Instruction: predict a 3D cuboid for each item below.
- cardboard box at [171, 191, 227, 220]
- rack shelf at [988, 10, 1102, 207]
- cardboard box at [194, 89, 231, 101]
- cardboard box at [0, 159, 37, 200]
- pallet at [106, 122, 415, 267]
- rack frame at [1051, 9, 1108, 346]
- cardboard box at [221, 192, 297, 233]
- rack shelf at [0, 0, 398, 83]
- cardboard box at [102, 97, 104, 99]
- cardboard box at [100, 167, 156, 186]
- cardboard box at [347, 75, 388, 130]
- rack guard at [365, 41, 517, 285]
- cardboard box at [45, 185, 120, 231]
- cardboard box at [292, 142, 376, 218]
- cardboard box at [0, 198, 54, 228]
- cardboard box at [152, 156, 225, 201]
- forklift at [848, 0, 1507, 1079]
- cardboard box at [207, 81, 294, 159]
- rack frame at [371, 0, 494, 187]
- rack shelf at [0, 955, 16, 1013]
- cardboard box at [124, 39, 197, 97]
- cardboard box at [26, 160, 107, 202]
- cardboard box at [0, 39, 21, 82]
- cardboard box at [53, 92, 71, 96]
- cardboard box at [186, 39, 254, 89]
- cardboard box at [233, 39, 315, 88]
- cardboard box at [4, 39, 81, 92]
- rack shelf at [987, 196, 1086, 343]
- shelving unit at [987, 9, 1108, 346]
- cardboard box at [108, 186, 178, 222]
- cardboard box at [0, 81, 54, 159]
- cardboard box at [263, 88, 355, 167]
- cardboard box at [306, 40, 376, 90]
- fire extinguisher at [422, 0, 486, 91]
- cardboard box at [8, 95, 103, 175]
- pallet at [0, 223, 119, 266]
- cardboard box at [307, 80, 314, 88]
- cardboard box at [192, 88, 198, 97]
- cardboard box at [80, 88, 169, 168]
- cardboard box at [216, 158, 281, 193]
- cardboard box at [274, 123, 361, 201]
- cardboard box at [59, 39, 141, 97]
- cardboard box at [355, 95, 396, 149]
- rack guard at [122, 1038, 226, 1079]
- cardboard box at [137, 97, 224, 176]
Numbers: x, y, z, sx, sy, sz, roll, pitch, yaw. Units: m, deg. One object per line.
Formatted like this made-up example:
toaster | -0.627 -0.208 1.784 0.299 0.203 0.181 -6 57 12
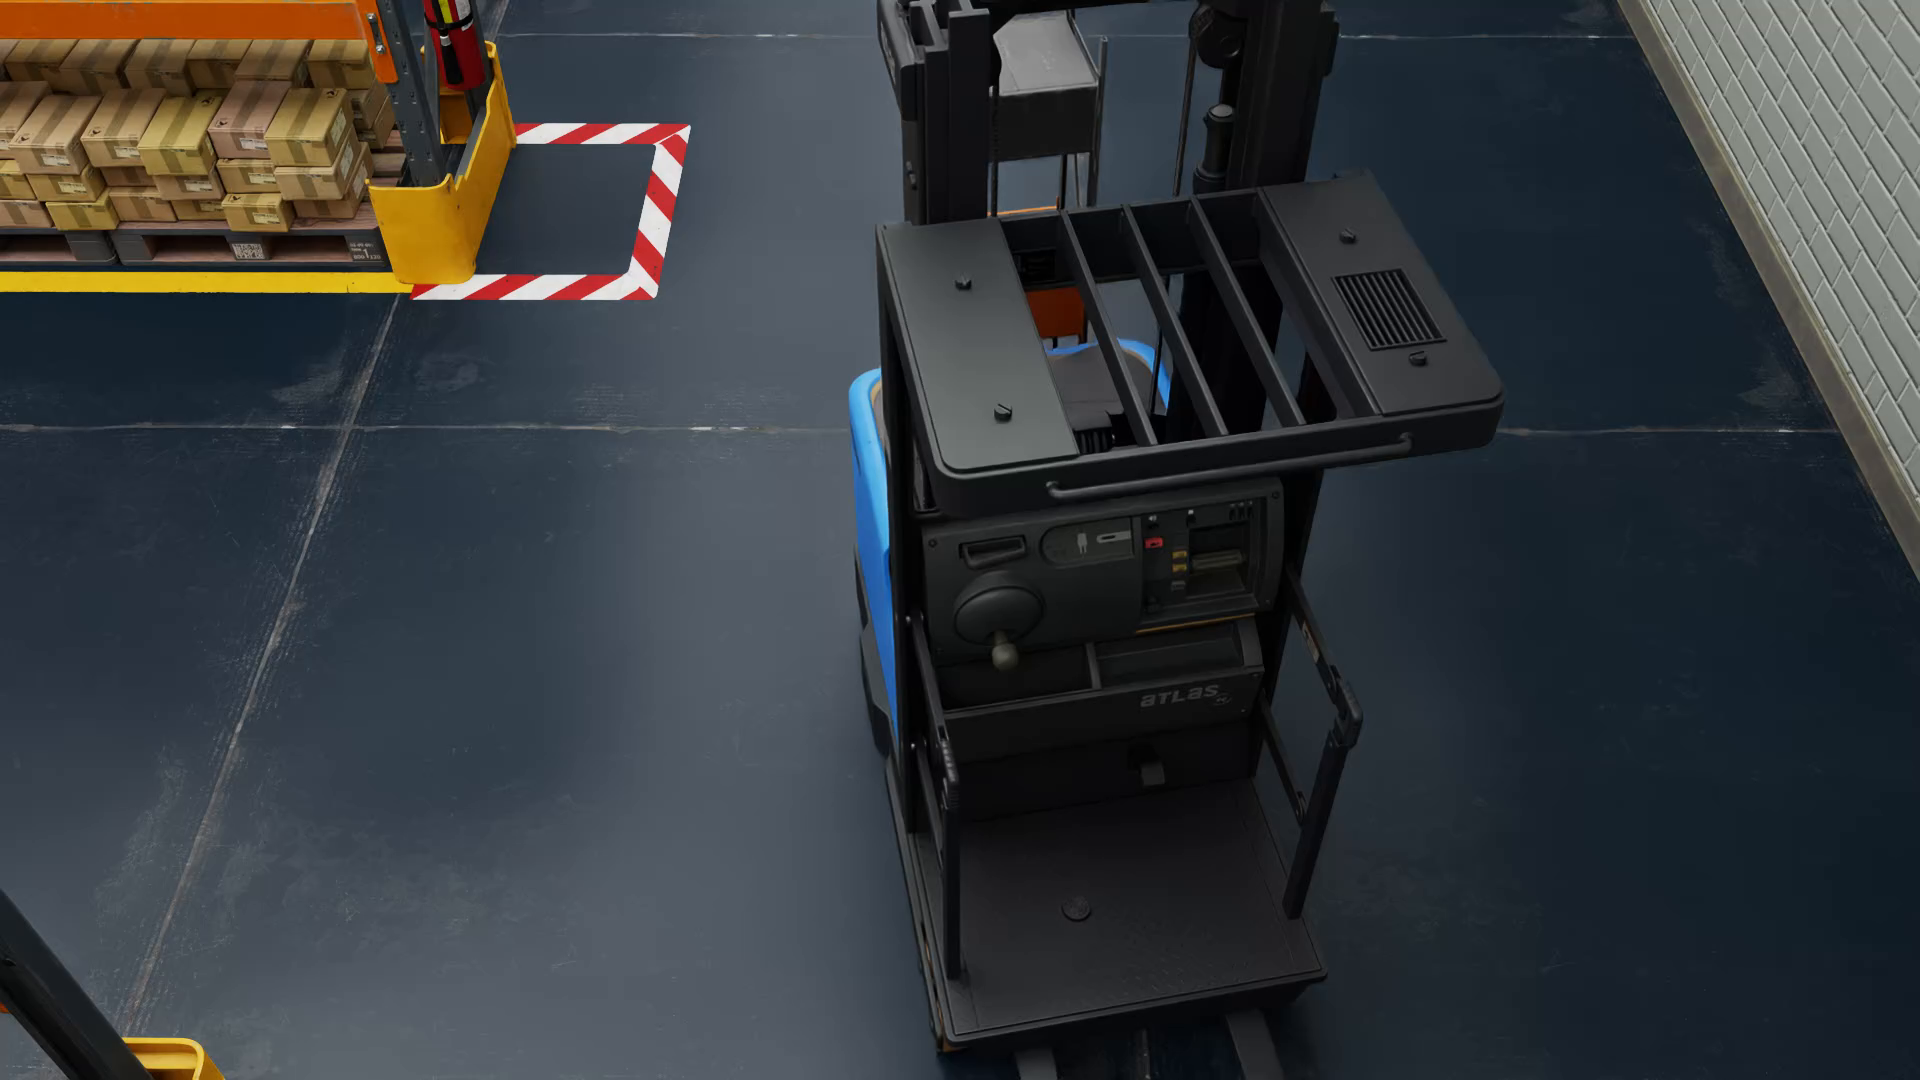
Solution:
cardboard box | -3.290 -1.583 7.335 0.250 0.149 0.380 0 47 0
rack shelf | 0.133 -1.269 5.059 0.480 0.518 0.431 -8 48 -7
cardboard box | -3.284 -2.012 7.531 0.250 0.149 0.380 1 47 1
cardboard box | -4.065 -1.644 7.188 0.250 0.149 0.380 2 47 2
pallet | -3.130 -1.650 7.642 1.213 0.211 1.003 0 47 0
rack frame | 0.373 -0.835 5.593 0.015 2.100 0.400 -8 48 -7
cardboard box | -3.027 -1.519 7.275 0.250 0.149 0.380 1 47 1
rack shelf | -4.242 -2.332 6.863 4.000 0.370 1.077 0 47 0
cardboard box | -3.805 -2.024 7.542 0.250 0.149 0.380 -2 47 -2
cardboard box | -3.559 -1.714 7.253 0.250 0.149 0.380 0 47 0
cardboard box | -2.765 -2.034 7.552 0.250 0.149 0.380 2 47 2
rack guard | -2.318 -1.720 7.510 0.348 0.500 1.175 0 47 0
cardboard box | -3.793 -1.529 7.284 0.250 0.149 0.380 -2 47 -2
cardboard box | -2.769 -1.592 7.344 0.250 0.149 0.380 1 47 1
cardboard box | -4.066 -1.544 7.299 0.250 0.149 0.380 1 47 1
cardboard box | -3.290 -1.638 7.183 0.250 0.149 0.380 -2 47 -1
forklift | 0.412 0.189 4.072 1.130 2.935 3.031 -8 48 -7
cardboard box | -3.023 -1.805 7.135 0.250 0.149 0.380 1 47 1
rack frame | -2.242 -2.572 6.595 0.127 3.000 1.000 0 47 0
rack shelf | -4.159 1.291 3.490 4.000 0.370 1.077 0 47 0
cardboard box | -3.540 -2.144 7.450 0.250 0.149 0.380 -2 47 -2
cardboard box | -3.808 -1.630 7.175 0.250 0.149 0.380 1 47 1
cardboard box | -4.332 -2.116 7.425 0.250 0.149 0.380 0 47 0
cardboard box | -4.077 -1.994 7.514 0.250 0.149 0.380 2 47 2
cardboard box | -3.292 -2.204 7.506 0.250 0.149 0.380 0 47 0
cardboard box | -3.041 -2.109 7.418 0.250 0.149 0.380 1 47 1
cardboard box | -4.081 -2.186 7.489 0.250 0.149 0.380 1 47 1
rack shelf | 0.133 -0.792 5.571 0.480 0.518 0.431 -8 48 -7
shelving unit | 0.133 -0.801 5.561 0.503 2.100 0.431 -8 48 -7
cardboard box | -3.537 -1.574 7.326 0.250 0.149 0.380 1 47 1
cardboard box | -4.073 -1.802 7.132 0.250 0.149 0.380 -1 47 -1
cardboard box | -2.772 -1.762 7.095 0.250 0.149 0.380 1 47 1
cardboard box | -2.765 -2.196 7.499 0.250 0.149 0.380 -2 47 -2
fire extinguisher | -1.992 -2.080 6.444 0.183 0.674 0.296 0 47 0
cardboard box | -3.810 -1.720 7.056 0.250 0.149 0.380 2 47 2
pallet | -4.347 -1.656 7.647 1.213 0.211 1.003 0 47 0
cardboard box | -3.038 -2.076 7.591 0.250 0.149 0.380 0 47 0
cardboard box | -3.540 -2.092 7.606 0.250 0.149 0.380 1 47 1
cardboard box | -3.541 -1.760 7.093 0.250 0.149 0.380 -2 47 -1
cardboard box | -3.032 -1.678 7.220 0.250 0.149 0.380 -1 47 -1
cardboard box | -2.771 -1.637 7.182 0.250 0.149 0.380 -1 47 -1
cardboard box | -3.818 -2.151 7.458 0.250 0.149 0.380 2 47 2
cardboard box | -2.765 -1.979 7.704 0.250 0.149 0.380 1 47 1
rack guard | -2.135 1.903 4.137 0.348 0.500 1.175 0 47 0
cardboard box | -3.283 -1.713 7.049 0.250 0.149 0.380 -1 47 -1
